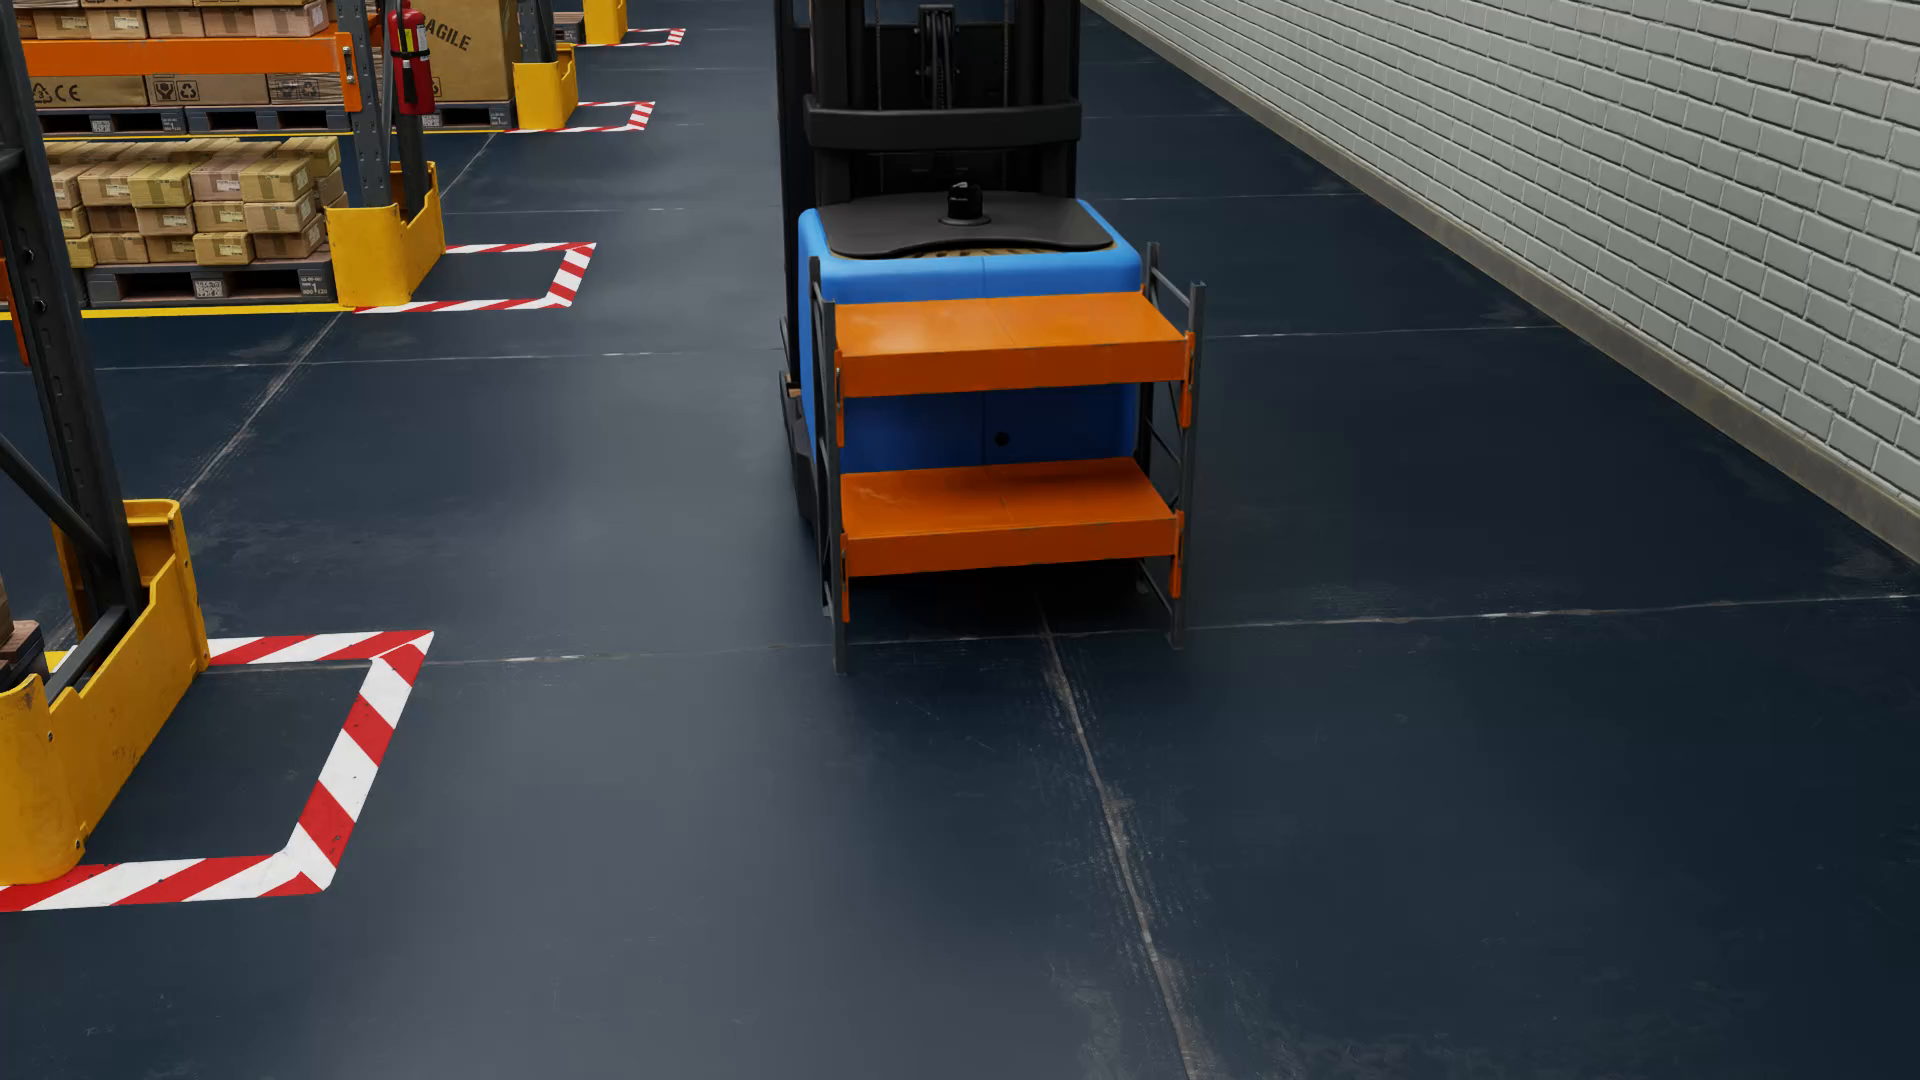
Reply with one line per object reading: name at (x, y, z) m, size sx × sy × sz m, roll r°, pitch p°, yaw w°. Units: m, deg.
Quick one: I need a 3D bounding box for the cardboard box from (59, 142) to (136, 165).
cardboard box at (-4.551, -1.996, 8.807) m, size 0.250 × 0.149 × 0.380 m, roll -1°, pitch 24°, yaw -3°

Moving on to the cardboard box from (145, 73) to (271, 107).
cardboard box at (-5.762, -3.887, 12.901) m, size 0.875 × 0.875 × 0.875 m, roll -2°, pitch 24°, yaw -5°

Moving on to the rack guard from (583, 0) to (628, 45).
rack guard at (-3.806, -5.662, 17.872) m, size 0.348 × 0.500 × 1.175 m, roll -2°, pitch 24°, yaw -5°

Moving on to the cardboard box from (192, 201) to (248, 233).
cardboard box at (-3.718, -1.687, 8.479) m, size 0.250 × 0.149 × 0.380 m, roll -3°, pitch 24°, yaw -6°

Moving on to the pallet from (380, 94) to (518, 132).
pallet at (-4.130, -3.458, 13.270) m, size 1.213 × 0.211 × 1.003 m, roll -2°, pitch 24°, yaw -5°

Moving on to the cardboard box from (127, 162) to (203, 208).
cardboard box at (-3.958, -1.776, 8.313) m, size 0.250 × 0.149 × 0.380 m, roll -3°, pitch 24°, yaw -6°

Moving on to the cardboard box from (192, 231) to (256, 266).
cardboard box at (-3.705, -1.519, 8.468) m, size 0.250 × 0.149 × 0.380 m, roll -2°, pitch 24°, yaw -4°

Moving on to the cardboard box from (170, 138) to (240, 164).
cardboard box at (-4.036, -2.046, 8.921) m, size 0.250 × 0.149 × 0.380 m, roll -2°, pitch 24°, yaw -5°

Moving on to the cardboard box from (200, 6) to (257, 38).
cardboard box at (-3.503, -2.550, 8.103) m, size 0.250 × 0.149 × 0.380 m, roll -2°, pitch 24°, yaw -5°

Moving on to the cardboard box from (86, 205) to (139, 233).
cardboard box at (-4.247, -1.685, 8.474) m, size 0.250 × 0.149 × 0.380 m, roll -3°, pitch 24°, yaw -6°

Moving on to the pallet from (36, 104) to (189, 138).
pallet at (-6.558, -3.360, 13.051) m, size 1.213 × 0.211 × 1.003 m, roll -2°, pitch 24°, yaw -5°

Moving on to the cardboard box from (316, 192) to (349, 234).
cardboard box at (-3.508, -1.784, 9.065) m, size 0.250 × 0.149 × 0.380 m, roll -2°, pitch 24°, yaw -4°

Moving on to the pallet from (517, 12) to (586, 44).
pallet at (-4.653, -5.506, 17.878) m, size 1.213 × 0.211 × 1.003 m, roll -2°, pitch 24°, yaw -5°

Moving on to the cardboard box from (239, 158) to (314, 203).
cardboard box at (-3.457, -1.824, 8.422) m, size 0.250 × 0.149 × 0.380 m, roll -2°, pitch 24°, yaw -5°

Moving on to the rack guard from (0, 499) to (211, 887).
rack guard at (-2.344, 0.351, 4.344) m, size 0.348 × 0.500 × 1.175 m, roll -2°, pitch 24°, yaw -5°

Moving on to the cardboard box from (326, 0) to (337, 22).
cardboard box at (-3.310, -2.792, 8.647) m, size 0.250 × 0.149 × 0.380 m, roll -2°, pitch 24°, yaw -6°

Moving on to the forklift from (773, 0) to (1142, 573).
forklift at (-0.152, -1.801, 6.194) m, size 1.130 × 2.935 × 3.031 m, roll -4°, pitch 24°, yaw -8°

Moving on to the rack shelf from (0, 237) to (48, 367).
rack shelf at (-4.358, -0.381, 3.801) m, size 4.000 × 0.370 × 1.077 m, roll -2°, pitch 24°, yaw -5°

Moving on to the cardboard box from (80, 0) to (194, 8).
cardboard box at (-3.890, -2.828, 7.930) m, size 0.500 × 0.500 × 0.500 m, roll -3°, pitch 24°, yaw -6°

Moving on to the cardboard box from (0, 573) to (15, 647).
cardboard box at (-3.015, 0.256, 4.119) m, size 0.875 × 0.438 × 0.875 m, roll -3°, pitch 24°, yaw -7°

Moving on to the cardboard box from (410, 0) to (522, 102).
cardboard box at (-3.971, -3.959, 13.062) m, size 0.875 × 0.875 × 0.875 m, roll -2°, pitch 24°, yaw -5°

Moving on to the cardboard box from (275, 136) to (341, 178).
cardboard box at (-3.510, -2.064, 8.962) m, size 0.250 × 0.149 × 0.380 m, roll -3°, pitch 24°, yaw -8°

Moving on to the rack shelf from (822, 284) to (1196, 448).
rack shelf at (0.116, -0.515, 4.803) m, size 1.000 × 0.278 × 0.538 m, roll -4°, pitch 24°, yaw -9°

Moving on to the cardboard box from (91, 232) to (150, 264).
cardboard box at (-4.220, -1.529, 8.489) m, size 0.250 × 0.149 × 0.380 m, roll -2°, pitch 24°, yaw -5°

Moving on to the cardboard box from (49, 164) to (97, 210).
cardboard box at (-4.484, -1.758, 8.272) m, size 0.250 × 0.149 × 0.380 m, roll -1°, pitch 24°, yaw -3°

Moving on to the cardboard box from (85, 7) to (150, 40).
cardboard box at (-4.003, -2.514, 8.023) m, size 0.250 × 0.149 × 0.380 m, roll -2°, pitch 24°, yaw -4°

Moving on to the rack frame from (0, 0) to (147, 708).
rack frame at (-2.368, -0.790, 3.834) m, size 0.127 × 3.000 × 1.000 m, roll -2°, pitch 24°, yaw -5°

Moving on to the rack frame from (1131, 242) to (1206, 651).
rack frame at (0.617, -0.281, 4.998) m, size 0.032 × 1.125 × 0.500 m, roll -4°, pitch 24°, yaw -9°

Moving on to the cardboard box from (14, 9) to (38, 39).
cardboard box at (-4.542, -2.529, 8.056) m, size 0.250 × 0.149 × 0.380 m, roll -3°, pitch 24°, yaw -7°

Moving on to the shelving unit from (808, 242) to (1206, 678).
shelving unit at (0.116, -0.248, 4.922) m, size 1.048 × 1.125 × 0.538 m, roll -4°, pitch 24°, yaw -9°

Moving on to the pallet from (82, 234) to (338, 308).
pallet at (-3.843, -1.491, 8.846) m, size 1.213 × 0.211 × 1.003 m, roll -2°, pitch 24°, yaw -5°

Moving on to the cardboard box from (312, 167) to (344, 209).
cardboard box at (-3.502, -1.895, 8.946) m, size 0.250 × 0.149 × 0.380 m, roll -1°, pitch 24°, yaw -3°
